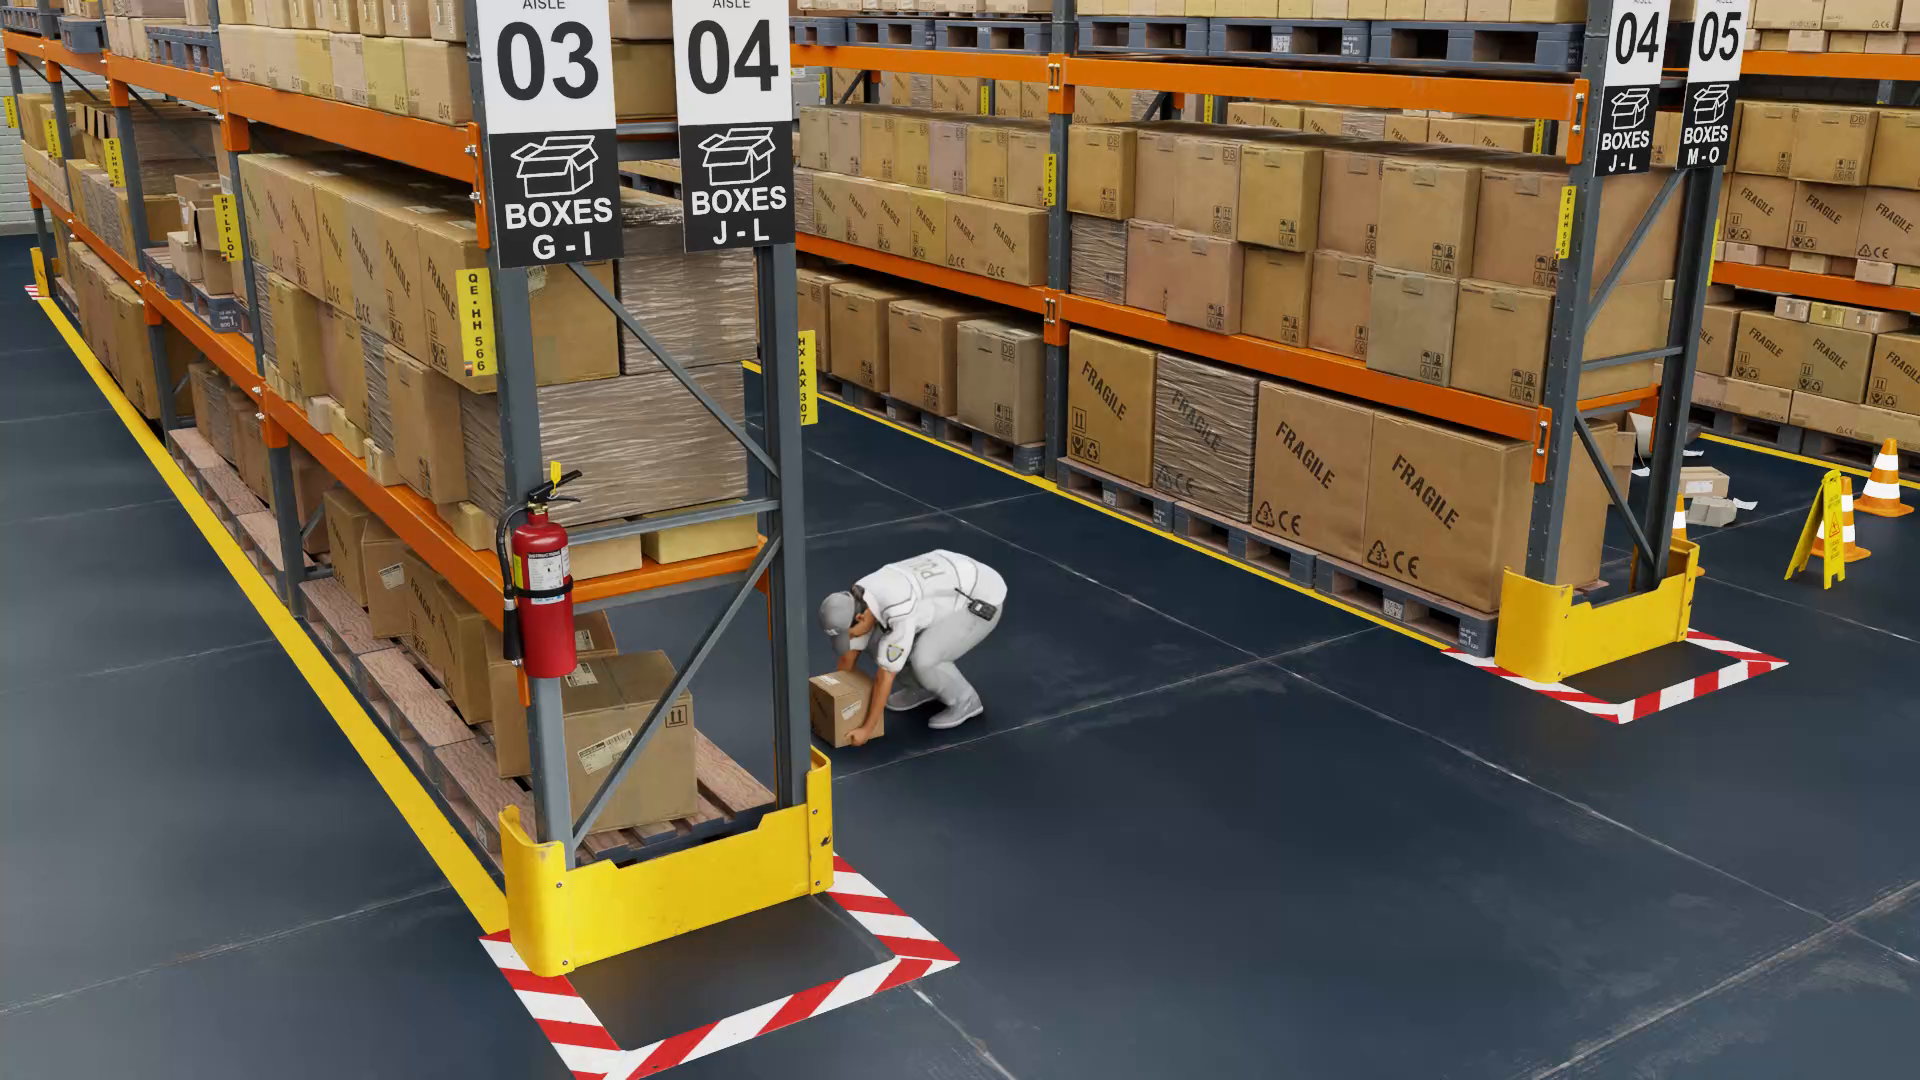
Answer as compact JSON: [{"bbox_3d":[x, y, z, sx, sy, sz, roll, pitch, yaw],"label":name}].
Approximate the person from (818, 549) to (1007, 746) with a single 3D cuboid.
[{"bbox_3d":[-0.225,0.475,7.590,0.941,0.772,0.505,-12,22,-33],"label":"person"}]
